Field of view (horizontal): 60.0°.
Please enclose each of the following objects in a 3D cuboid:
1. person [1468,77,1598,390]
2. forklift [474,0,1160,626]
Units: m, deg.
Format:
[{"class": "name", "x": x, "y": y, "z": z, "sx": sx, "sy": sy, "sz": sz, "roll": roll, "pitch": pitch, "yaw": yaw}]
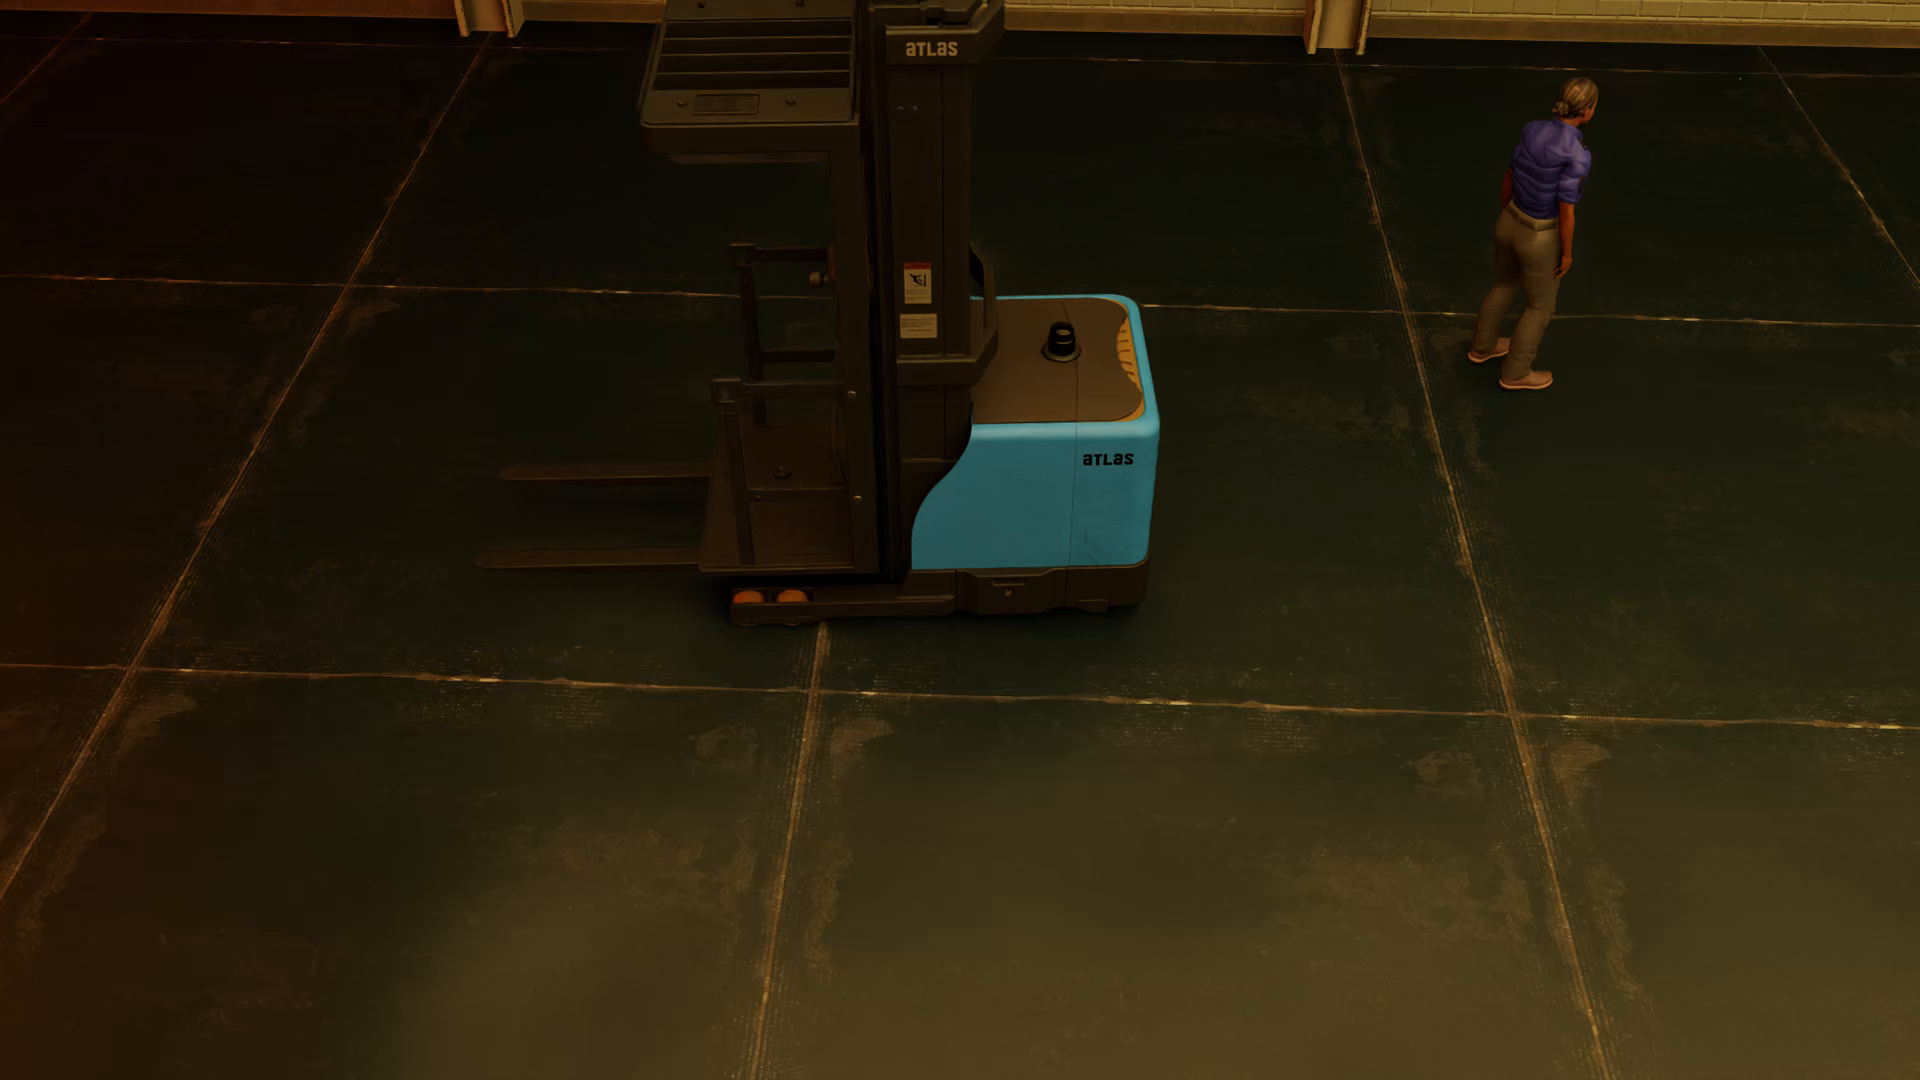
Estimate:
[{"class": "person", "x": 2.902, "y": -1.532, "z": 8.371, "sx": 0.348, "sy": 1.654, "sz": 0.504, "roll": -18, "pitch": 45, "yaw": -19}, {"class": "forklift", "x": -0.680, "y": -1.058, "z": 6.901, "sx": 3.031, "sy": 2.935, "sz": 1.130, "roll": -1, "pitch": 42, "yaw": -1}]
